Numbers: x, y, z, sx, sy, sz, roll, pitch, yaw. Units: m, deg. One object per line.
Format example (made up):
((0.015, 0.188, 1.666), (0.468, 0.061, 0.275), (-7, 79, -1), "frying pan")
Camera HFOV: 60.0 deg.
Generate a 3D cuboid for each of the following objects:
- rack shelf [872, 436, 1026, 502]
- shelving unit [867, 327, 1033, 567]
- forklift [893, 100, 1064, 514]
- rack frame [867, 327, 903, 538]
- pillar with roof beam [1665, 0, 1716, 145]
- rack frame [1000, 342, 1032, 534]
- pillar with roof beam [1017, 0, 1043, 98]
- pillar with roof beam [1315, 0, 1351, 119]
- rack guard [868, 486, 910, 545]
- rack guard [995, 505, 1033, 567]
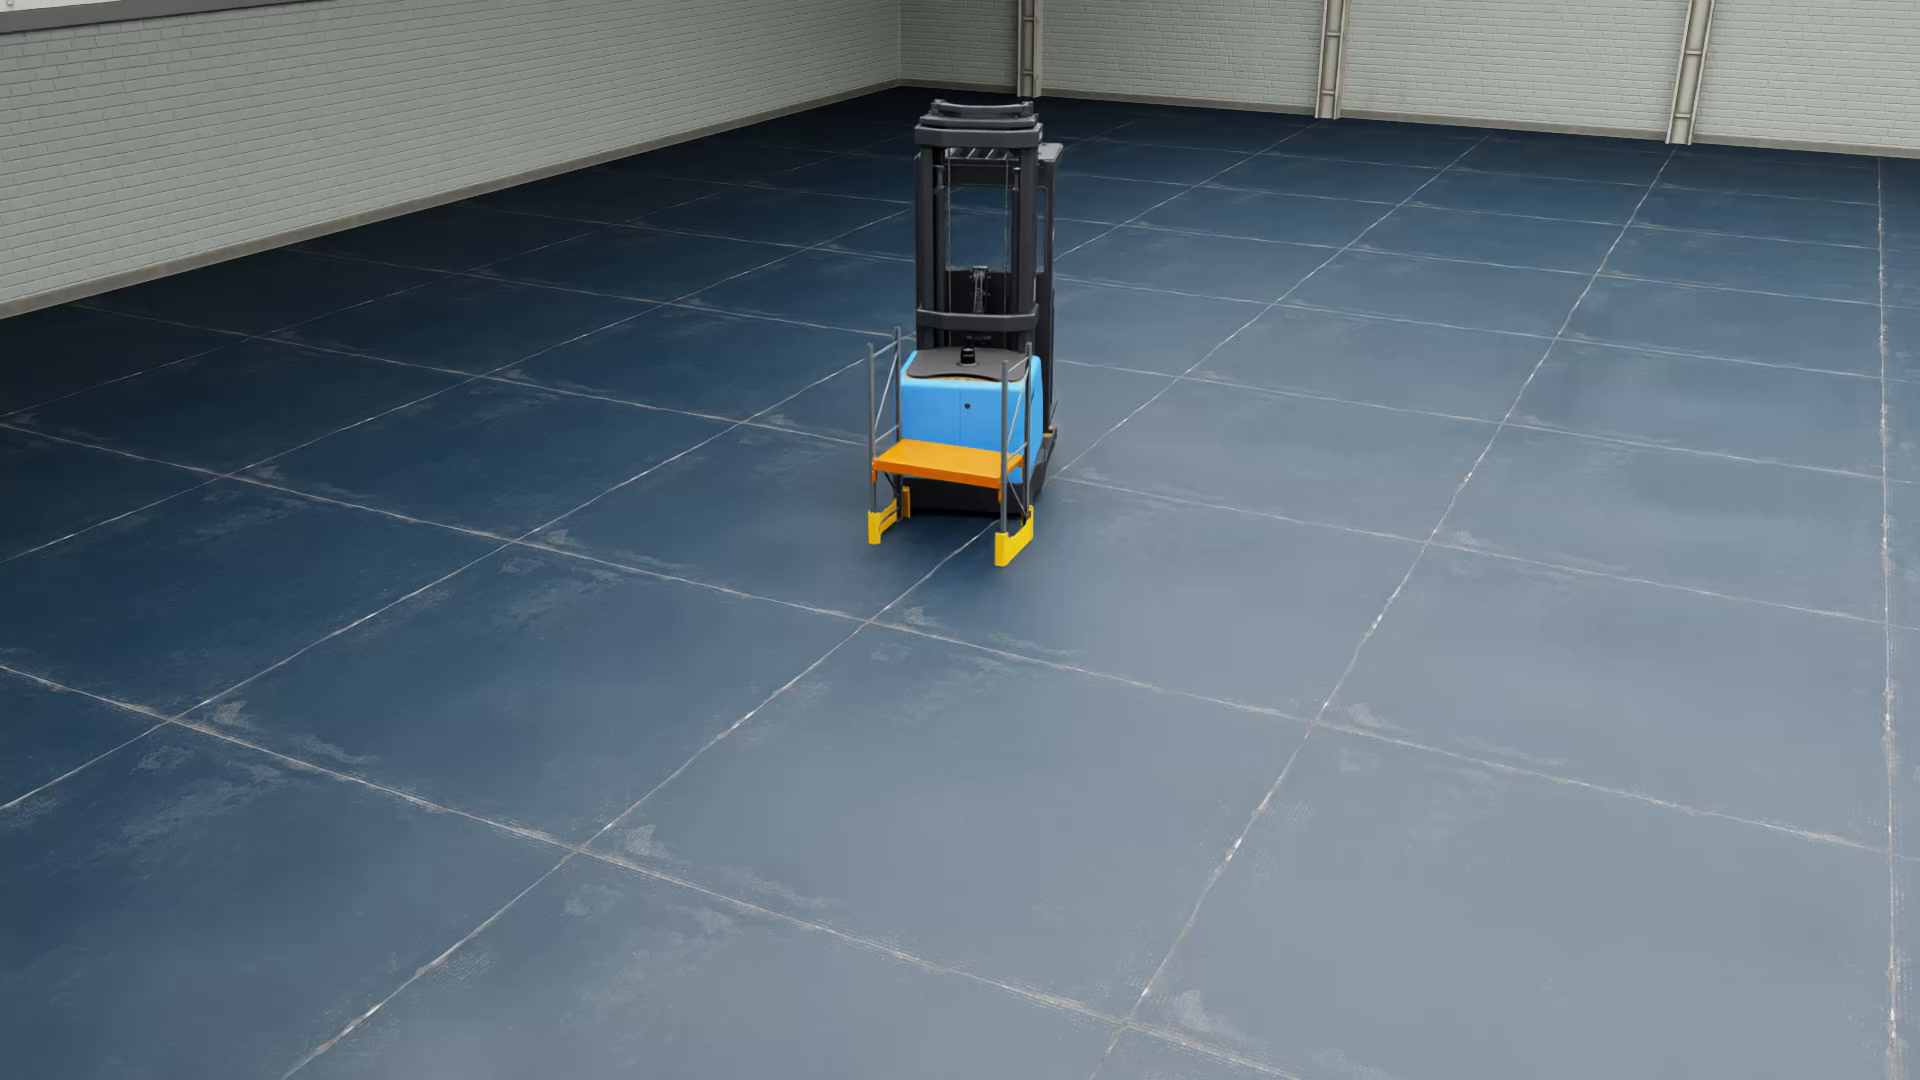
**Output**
((-0.075, -0.520, 12.016), (1.000, 0.185, 0.538), (9, 25, 21), "rack shelf")
((-0.066, -0.684, 11.943), (1.083, 1.500, 0.587), (9, 25, 21), "shelving unit")
((0.229, -2.093, 13.425), (1.130, 2.935, 3.031), (3, 23, 8), "forklift")
((-0.543, -0.763, 12.127), (0.032, 1.500, 0.500), (9, 25, 21), "rack frame")
((10.140, -9.314, 22.654), (0.400, 9.000, 9.100), (11, 25, 25), "pillar with roof beam")
((0.394, -0.609, 11.764), (0.032, 1.500, 0.500), (9, 25, 21), "rack frame")
((-0.569, -11.433, 27.636), (0.400, 9.000, 9.100), (11, 25, 25), "pillar with roof beam")
((4.785, -10.374, 25.145), (0.400, 9.000, 9.100), (11, 25, 25), "pillar with roof beam")
((-0.525, -0.185, 12.365), (0.087, 0.250, 0.587), (9, 25, 21), "rack guard")
((0.393, -0.034, 12.010), (0.087, 0.250, 0.587), (9, 25, 21), "rack guard")
